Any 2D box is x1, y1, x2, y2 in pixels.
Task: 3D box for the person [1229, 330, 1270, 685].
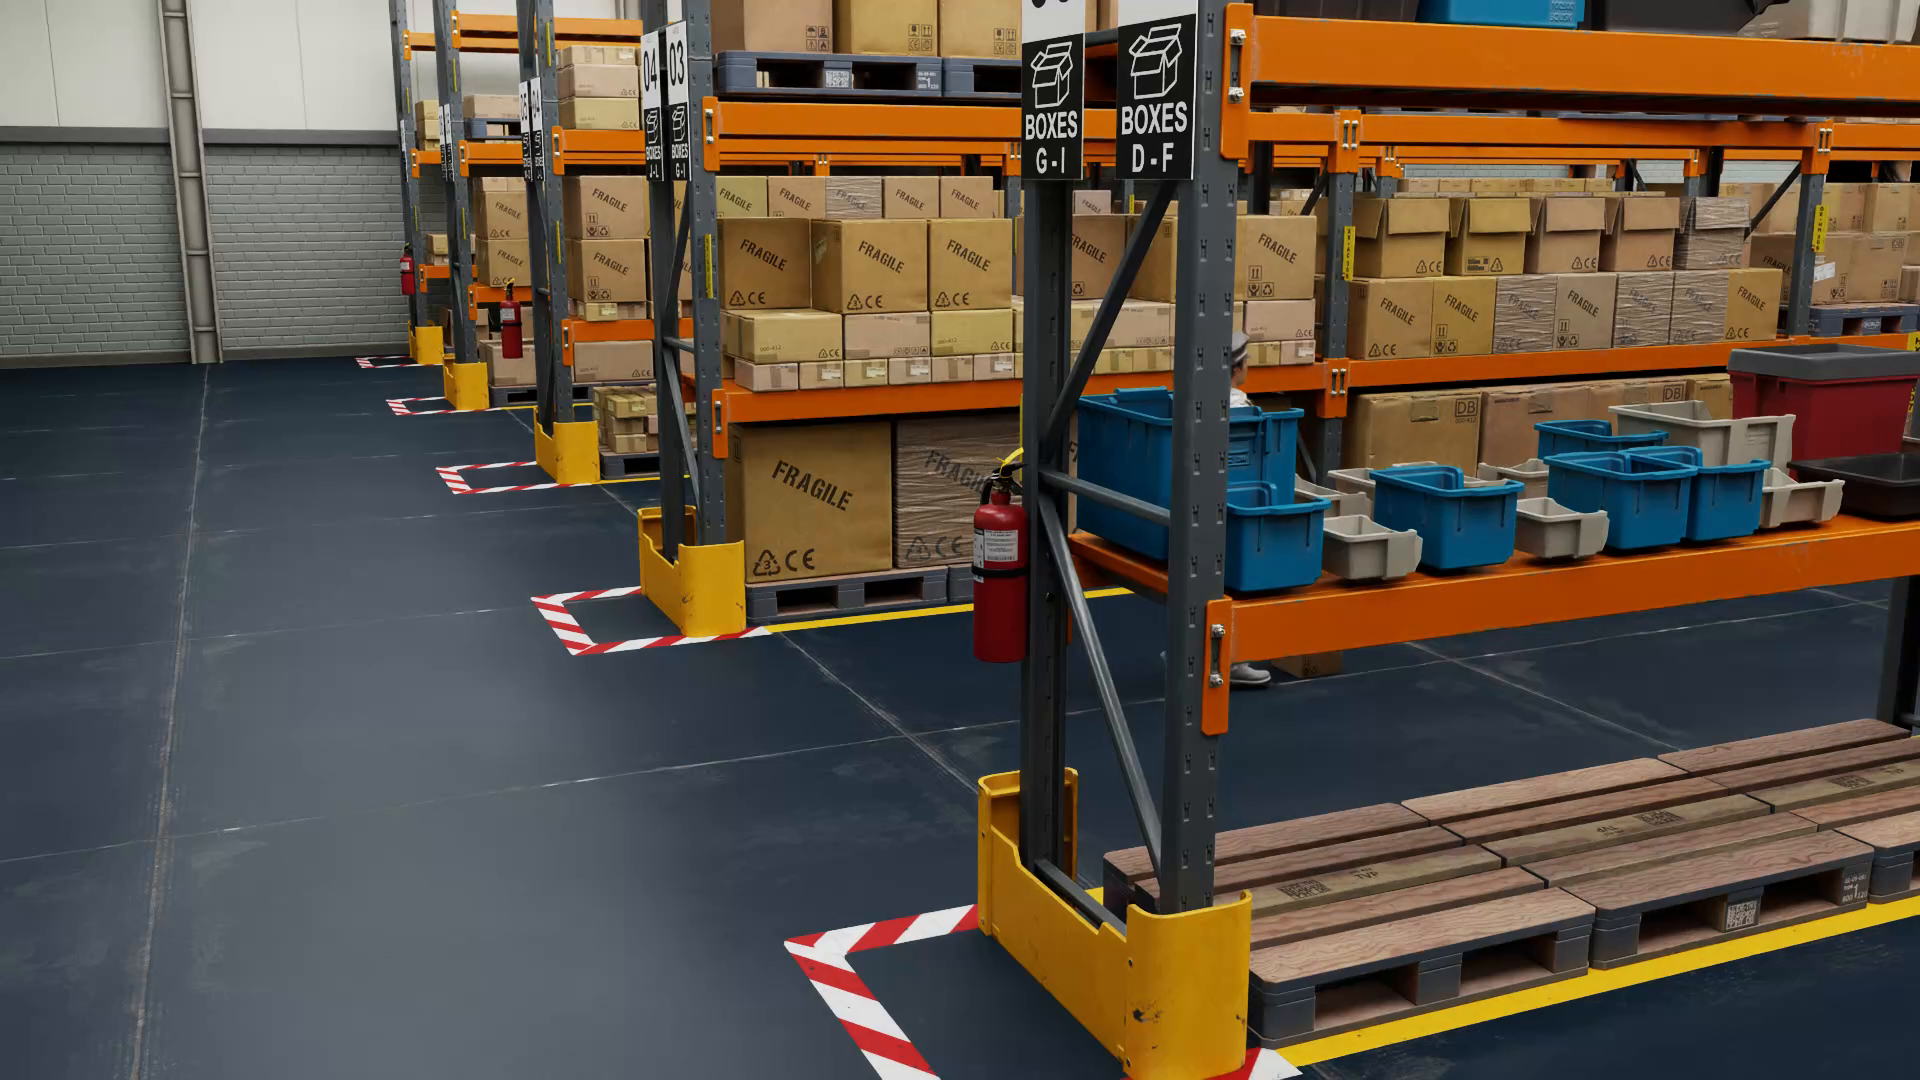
[{"bbox_3d":[1.284,-0.155,7.995,0.380,1.700,0.487,-5,13,-23],"label":"person"}]
